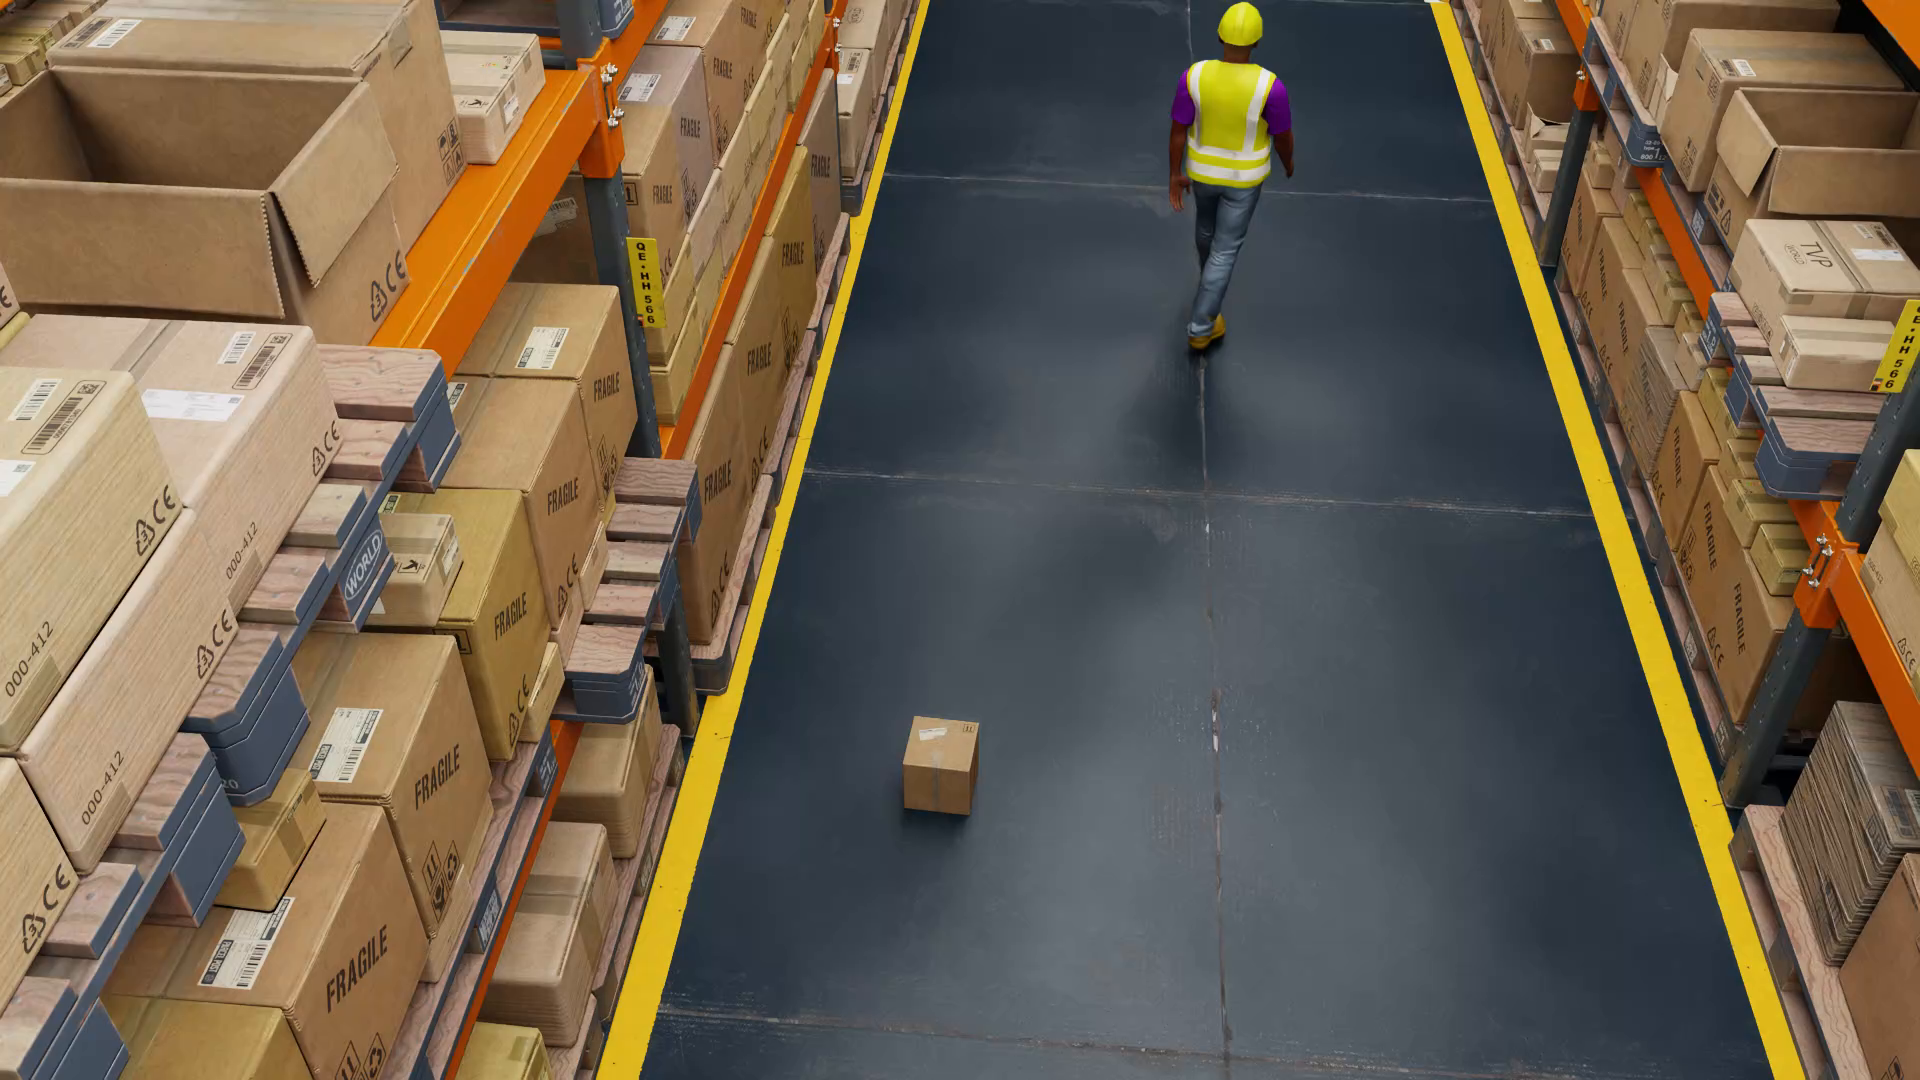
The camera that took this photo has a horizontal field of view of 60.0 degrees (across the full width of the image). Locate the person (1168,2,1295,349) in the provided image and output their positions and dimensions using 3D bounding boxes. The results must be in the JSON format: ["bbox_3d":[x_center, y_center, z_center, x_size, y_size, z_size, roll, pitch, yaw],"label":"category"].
[{"bbox_3d":[1.397,-1.925,8.428,0.580,1.708,1.002,18,43,20],"label":"person"}]
